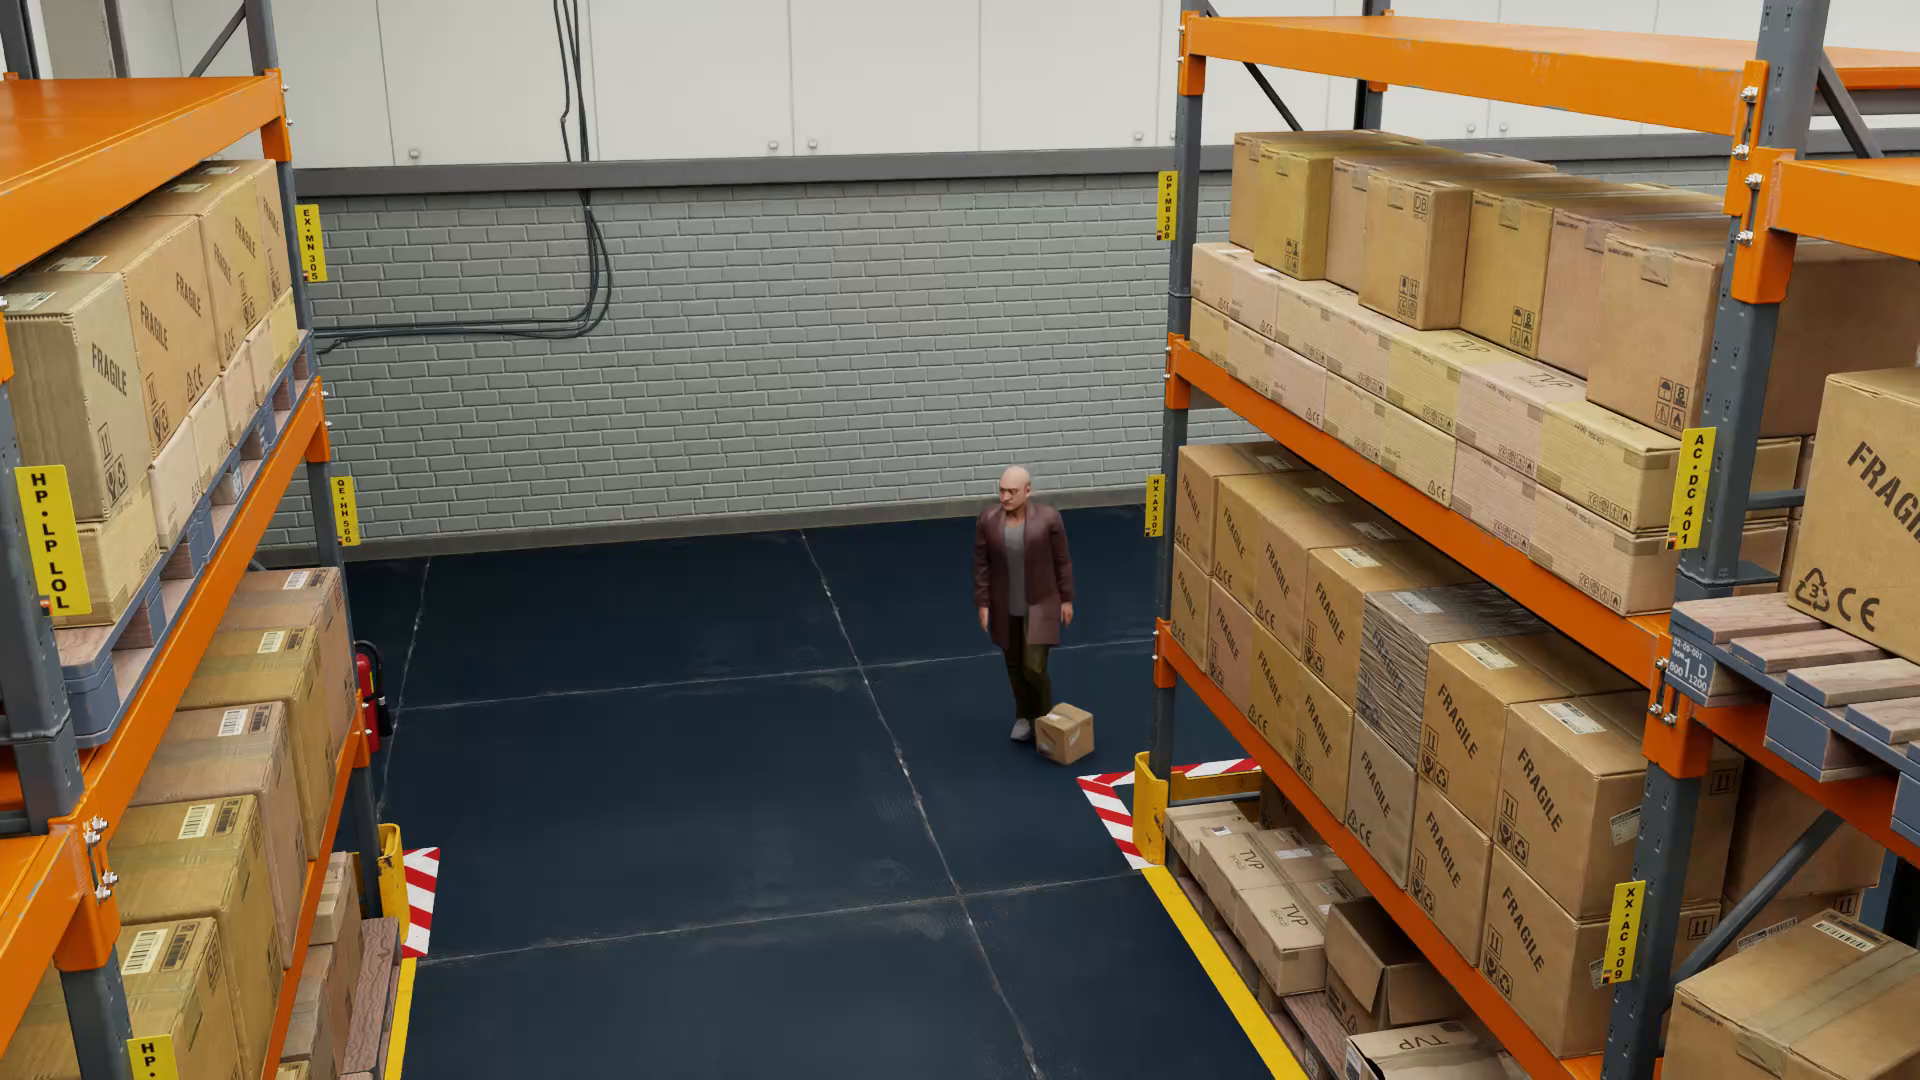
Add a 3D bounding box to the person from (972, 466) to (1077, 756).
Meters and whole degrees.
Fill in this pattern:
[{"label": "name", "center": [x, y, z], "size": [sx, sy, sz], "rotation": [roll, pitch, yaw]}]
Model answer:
[{"label": "person", "center": [0.374, 0.387, 9.925], "size": [0.611, 1.764, 0.568], "rotation": [7, 21, 20]}]
